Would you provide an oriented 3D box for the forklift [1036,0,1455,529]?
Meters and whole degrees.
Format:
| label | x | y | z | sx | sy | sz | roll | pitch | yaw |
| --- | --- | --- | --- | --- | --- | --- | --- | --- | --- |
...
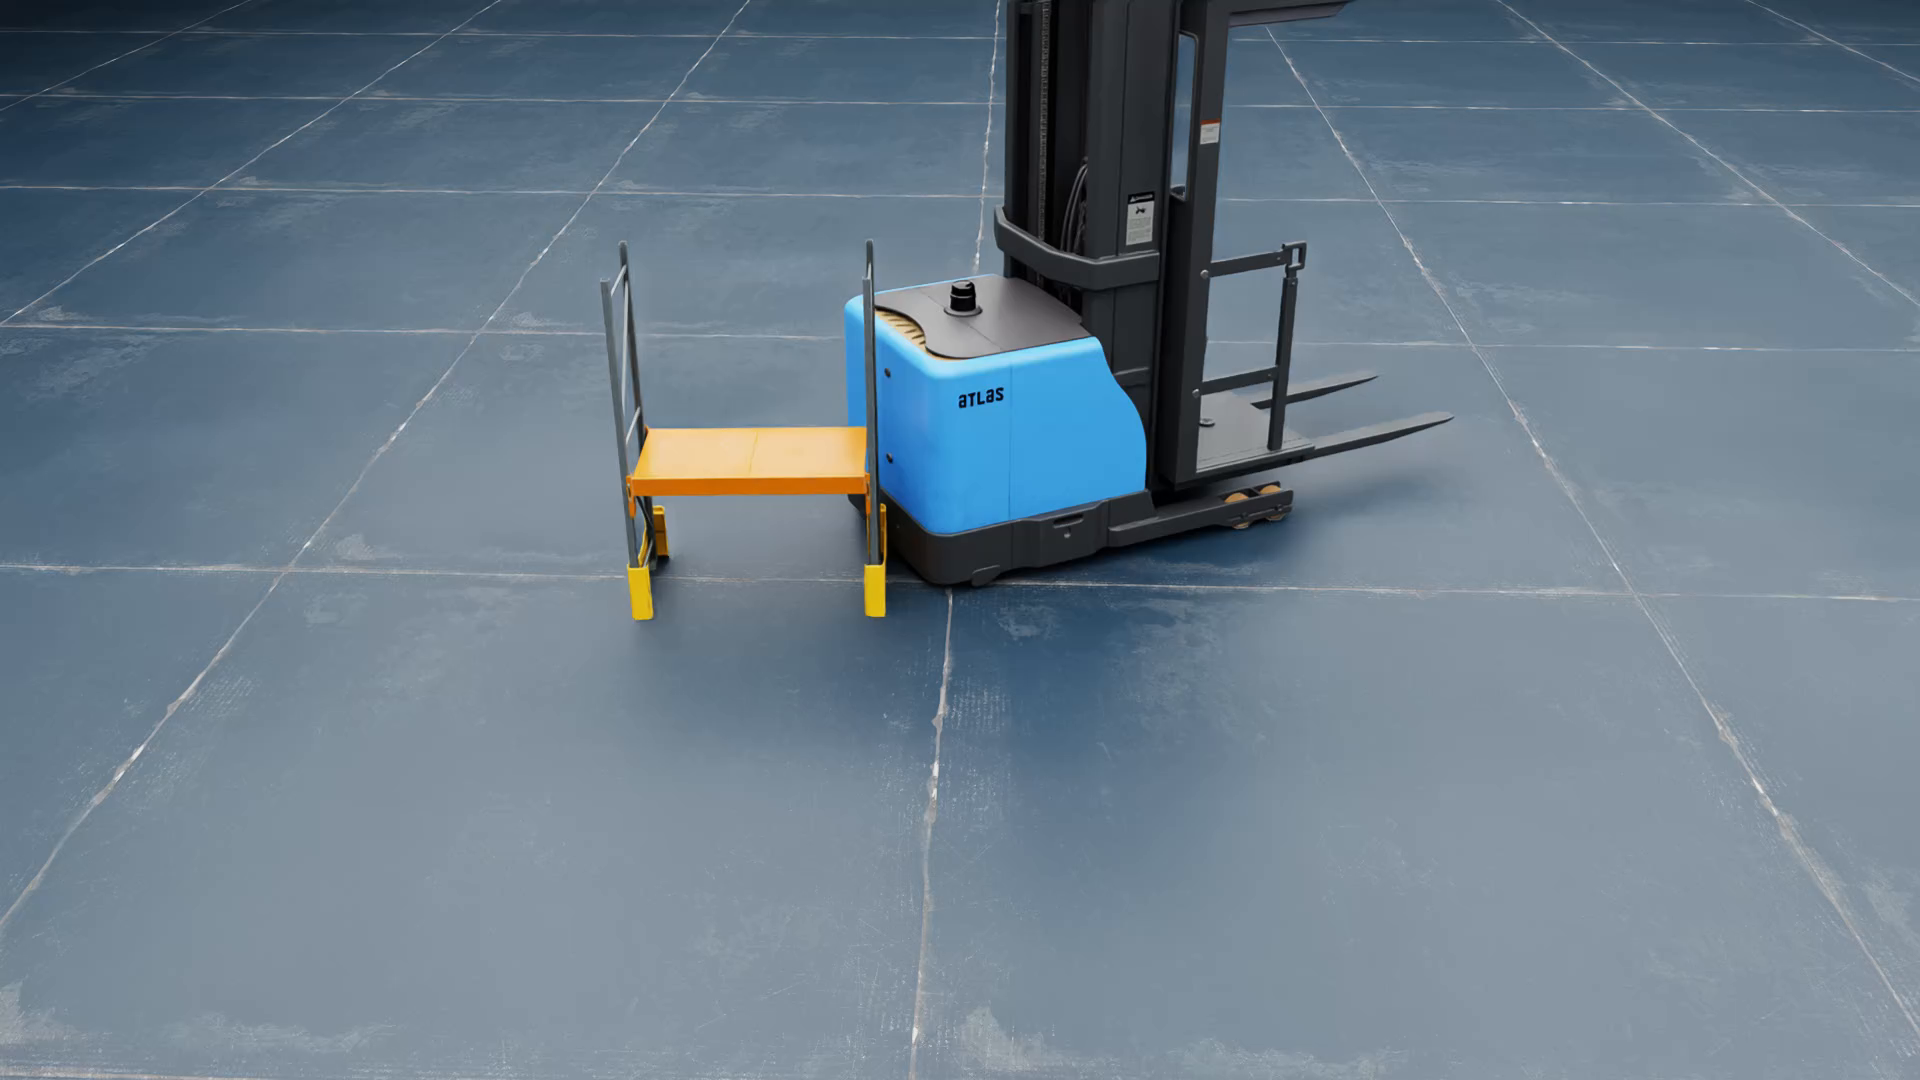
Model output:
| label | x | y | z | sx | sy | sz | roll | pitch | yaw |
| --- | --- | --- | --- | --- | --- | --- | --- | --- | --- |
| forklift | 1.017 | -1.552 | 7.549 | 3.031 | 2.935 | 1.121 | -13 | 31 | -23 |

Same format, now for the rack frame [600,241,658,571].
| label | x | y | z | sx | sy | sz | roll | pitch | yaw |
| --- | --- | --- | --- | --- | --- | --- | --- | --- | --- |
| rack frame | -1.385 | -0.456 | 7.010 | 0.032 | 1.500 | 0.500 | -1 | 28 | -1 |

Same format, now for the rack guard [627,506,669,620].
| label | x | y | z | sx | sy | sz | roll | pitch | yaw |
| --- | --- | --- | --- | --- | --- | --- | --- | --- | --- |
| rack guard | -1.366 | 0.096 | 7.303 | 0.087 | 0.250 | 0.587 | -1 | 28 | -1 |

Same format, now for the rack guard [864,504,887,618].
| label | x | y | z | sx | sy | sz | roll | pitch | yaw |
| --- | --- | --- | --- | --- | --- | --- | --- | --- | --- |
| rack guard | -0.370 | 0.084 | 7.324 | 0.087 | 0.250 | 0.587 | -1 | 28 | -1 |

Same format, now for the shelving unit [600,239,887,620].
| label | x | y | z | sx | sy | sz | roll | pitch | yaw |
| --- | --- | --- | --- | --- | --- | --- | --- | --- | --- |
| shelving unit | -0.868 | -0.462 | 7.021 | 1.083 | 1.500 | 0.587 | -1 | 28 | -1 |

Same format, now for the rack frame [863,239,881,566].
| label | x | y | z | sx | sy | sz | roll | pitch | yaw |
| --- | --- | --- | --- | --- | --- | --- | --- | --- | --- |
| rack frame | -0.369 | -0.468 | 7.031 | 0.032 | 1.500 | 0.500 | -1 | 28 | -1 |

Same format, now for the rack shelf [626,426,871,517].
| label | x | y | z | sx | sy | sz | roll | pitch | yaw |
| --- | --- | --- | --- | --- | --- | --- | --- | --- | --- |
| rack shelf | -0.877 | -0.303 | 7.105 | 1.000 | 0.185 | 0.538 | -1 | 28 | -1 |
